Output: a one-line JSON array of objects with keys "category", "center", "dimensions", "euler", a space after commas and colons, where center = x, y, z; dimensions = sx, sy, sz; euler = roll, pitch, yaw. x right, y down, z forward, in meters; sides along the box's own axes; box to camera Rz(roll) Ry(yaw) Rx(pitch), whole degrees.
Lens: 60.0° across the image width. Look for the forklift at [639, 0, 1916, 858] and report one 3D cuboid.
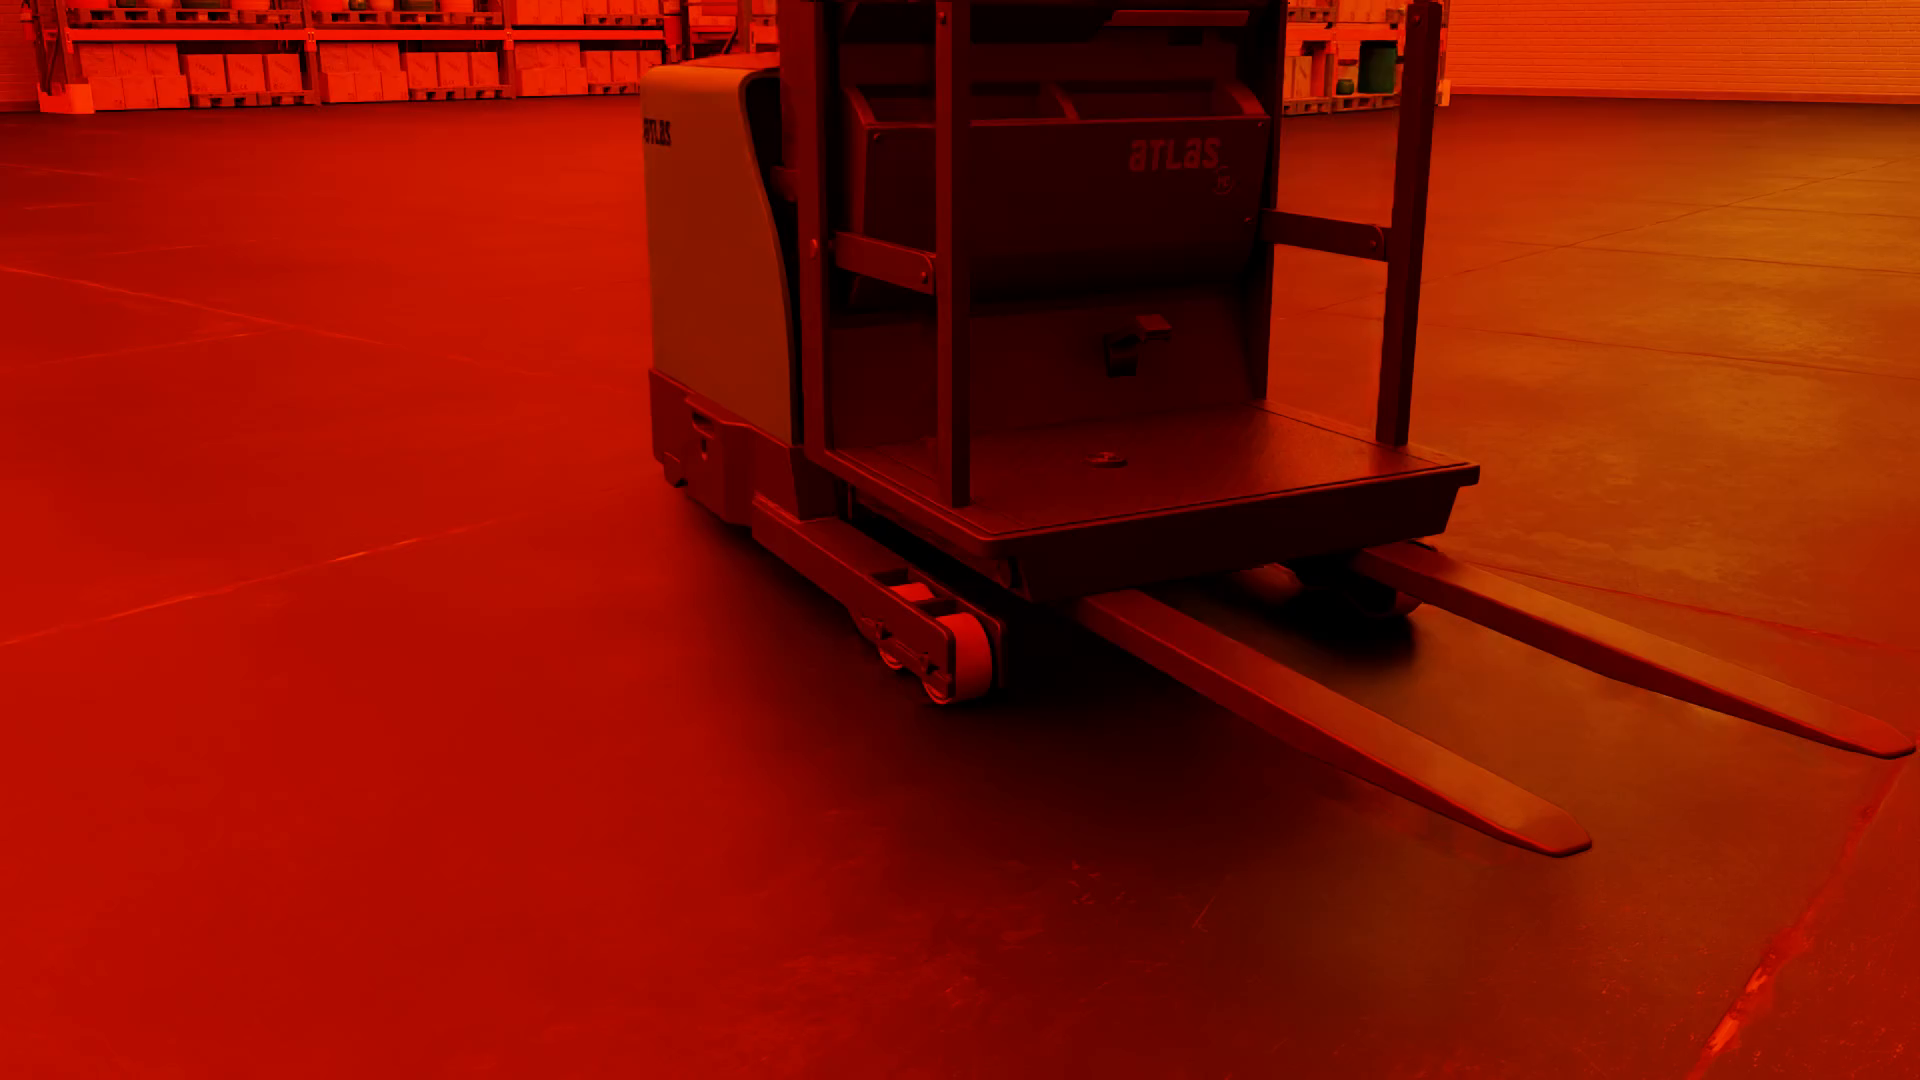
[{"category": "forklift", "center": [0.305, -1.254, 3.028], "dimensions": [1.130, 2.935, 3.031], "euler": [-9, 19, -26]}]
